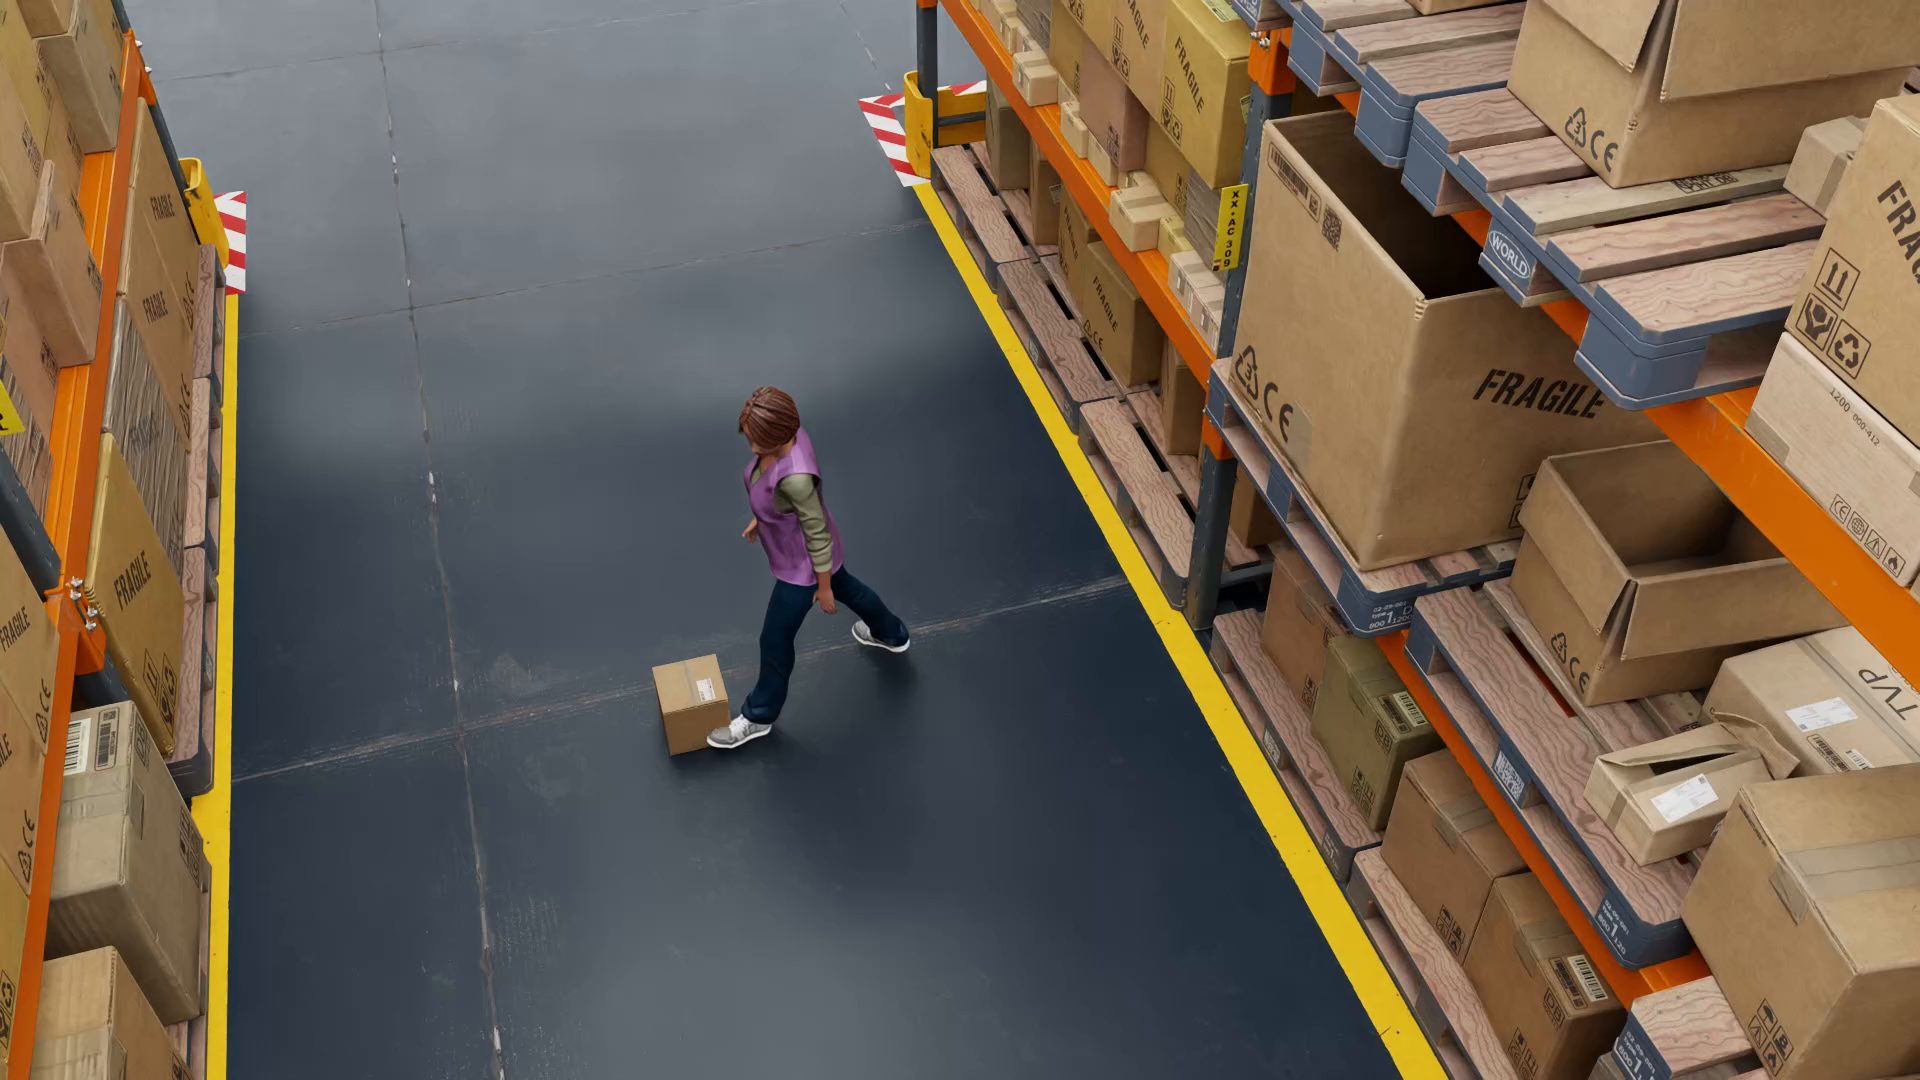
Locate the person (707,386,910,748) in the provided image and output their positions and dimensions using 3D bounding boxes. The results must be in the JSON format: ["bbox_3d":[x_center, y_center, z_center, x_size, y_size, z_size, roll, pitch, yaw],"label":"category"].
[{"bbox_3d":[-0.600,0.026,6.145,0.845,1.546,0.551,-7,43,-7],"label":"person"}]
